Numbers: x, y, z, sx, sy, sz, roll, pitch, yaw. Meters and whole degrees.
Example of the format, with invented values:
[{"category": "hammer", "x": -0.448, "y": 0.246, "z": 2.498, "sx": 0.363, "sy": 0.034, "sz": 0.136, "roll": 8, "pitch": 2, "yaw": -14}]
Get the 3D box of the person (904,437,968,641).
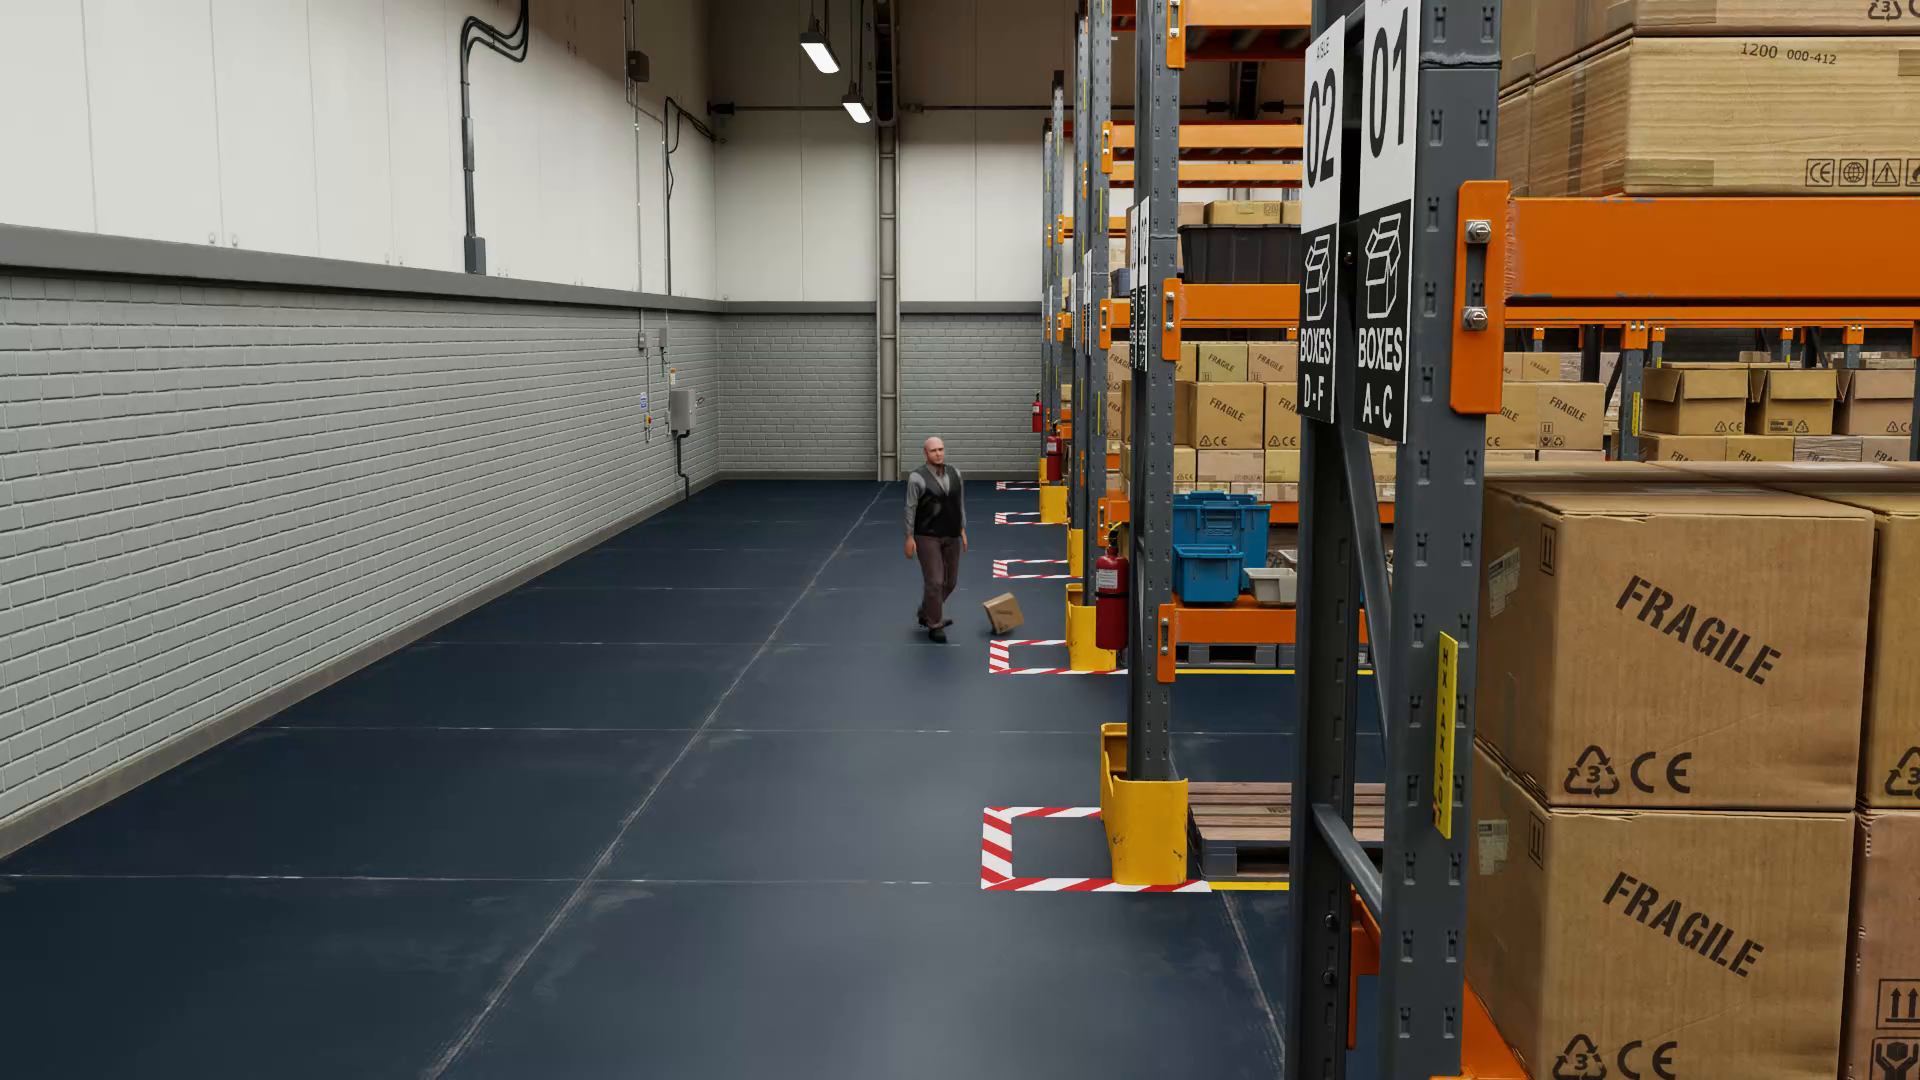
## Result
[{"category": "person", "x": -0.233, "y": 0.020, "z": 14.088, "sx": 0.588, "sy": 1.622, "sz": 0.582, "roll": -5, "pitch": 9, "yaw": -35}]
